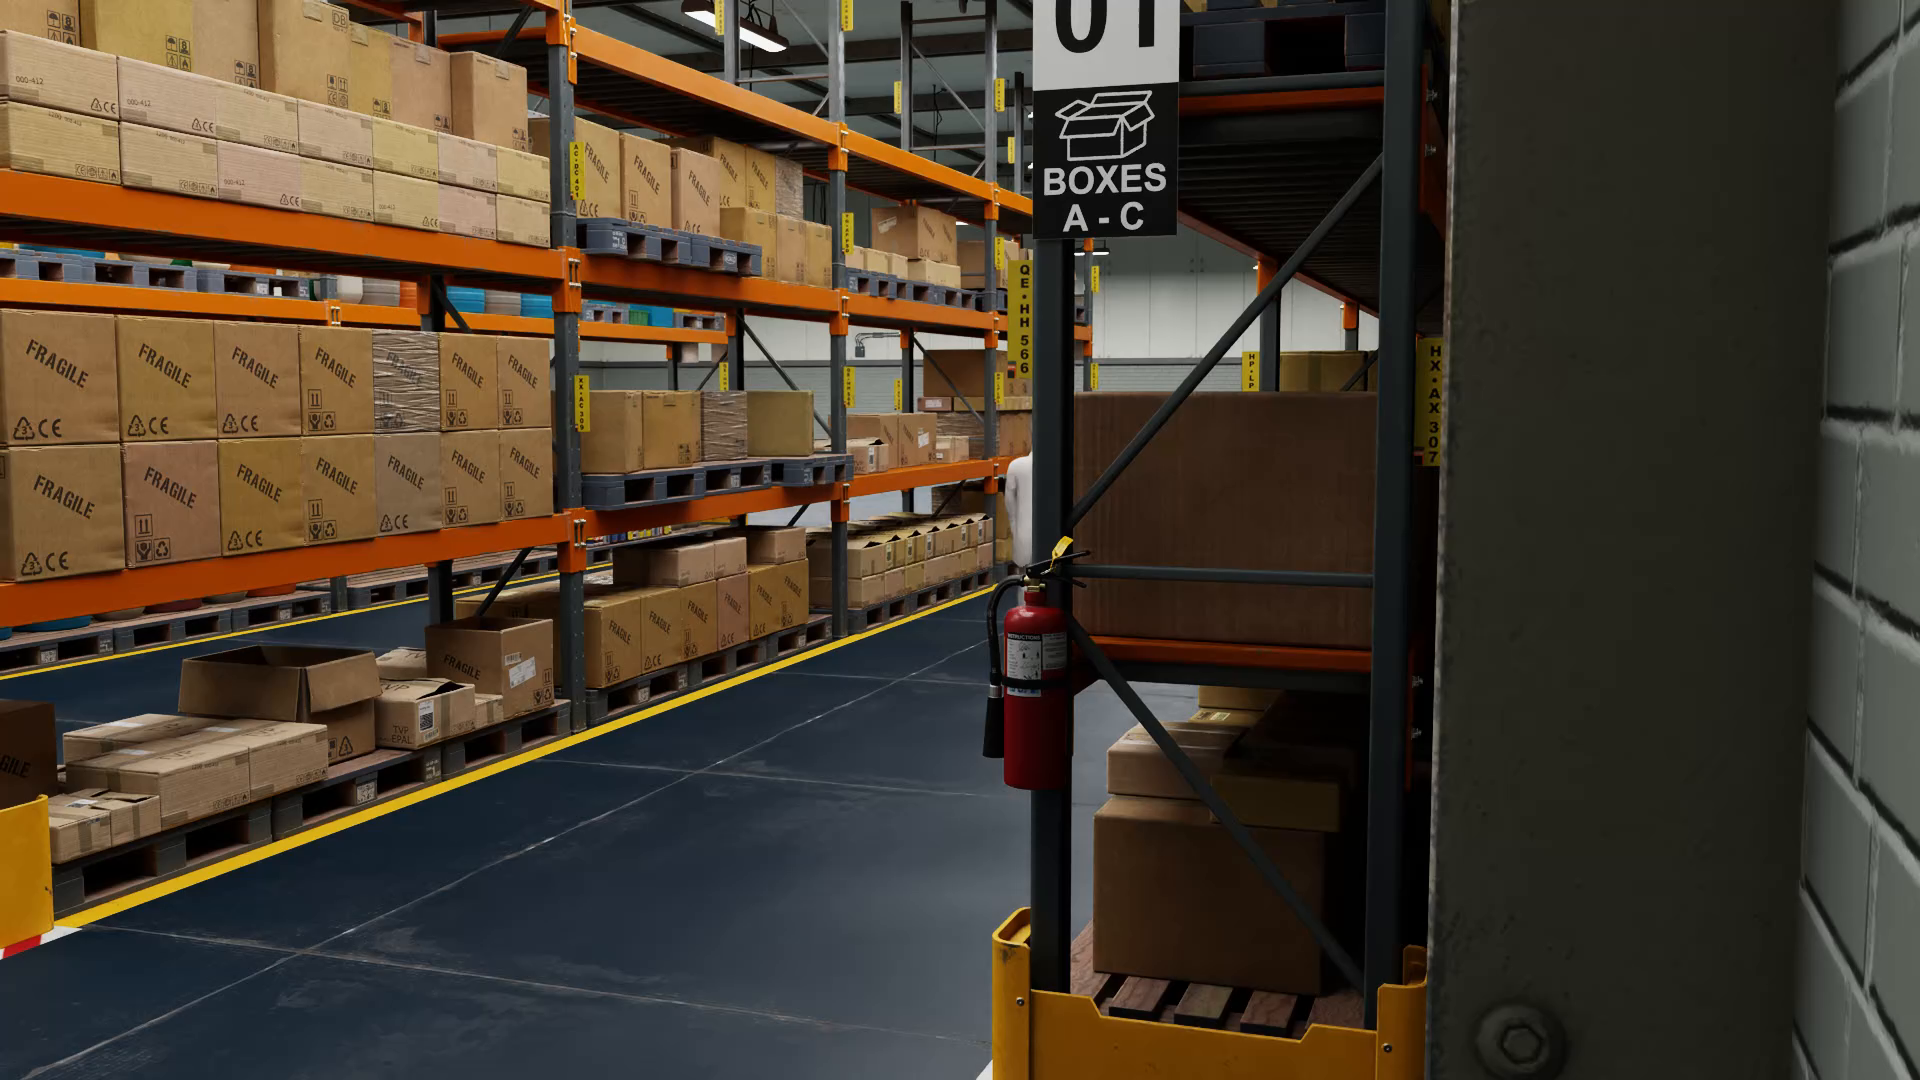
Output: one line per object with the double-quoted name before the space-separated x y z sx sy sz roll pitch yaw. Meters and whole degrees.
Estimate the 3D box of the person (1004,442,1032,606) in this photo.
"person" 0.648 -0.041 13.503 0.599 1.703 0.459 2 5 20
